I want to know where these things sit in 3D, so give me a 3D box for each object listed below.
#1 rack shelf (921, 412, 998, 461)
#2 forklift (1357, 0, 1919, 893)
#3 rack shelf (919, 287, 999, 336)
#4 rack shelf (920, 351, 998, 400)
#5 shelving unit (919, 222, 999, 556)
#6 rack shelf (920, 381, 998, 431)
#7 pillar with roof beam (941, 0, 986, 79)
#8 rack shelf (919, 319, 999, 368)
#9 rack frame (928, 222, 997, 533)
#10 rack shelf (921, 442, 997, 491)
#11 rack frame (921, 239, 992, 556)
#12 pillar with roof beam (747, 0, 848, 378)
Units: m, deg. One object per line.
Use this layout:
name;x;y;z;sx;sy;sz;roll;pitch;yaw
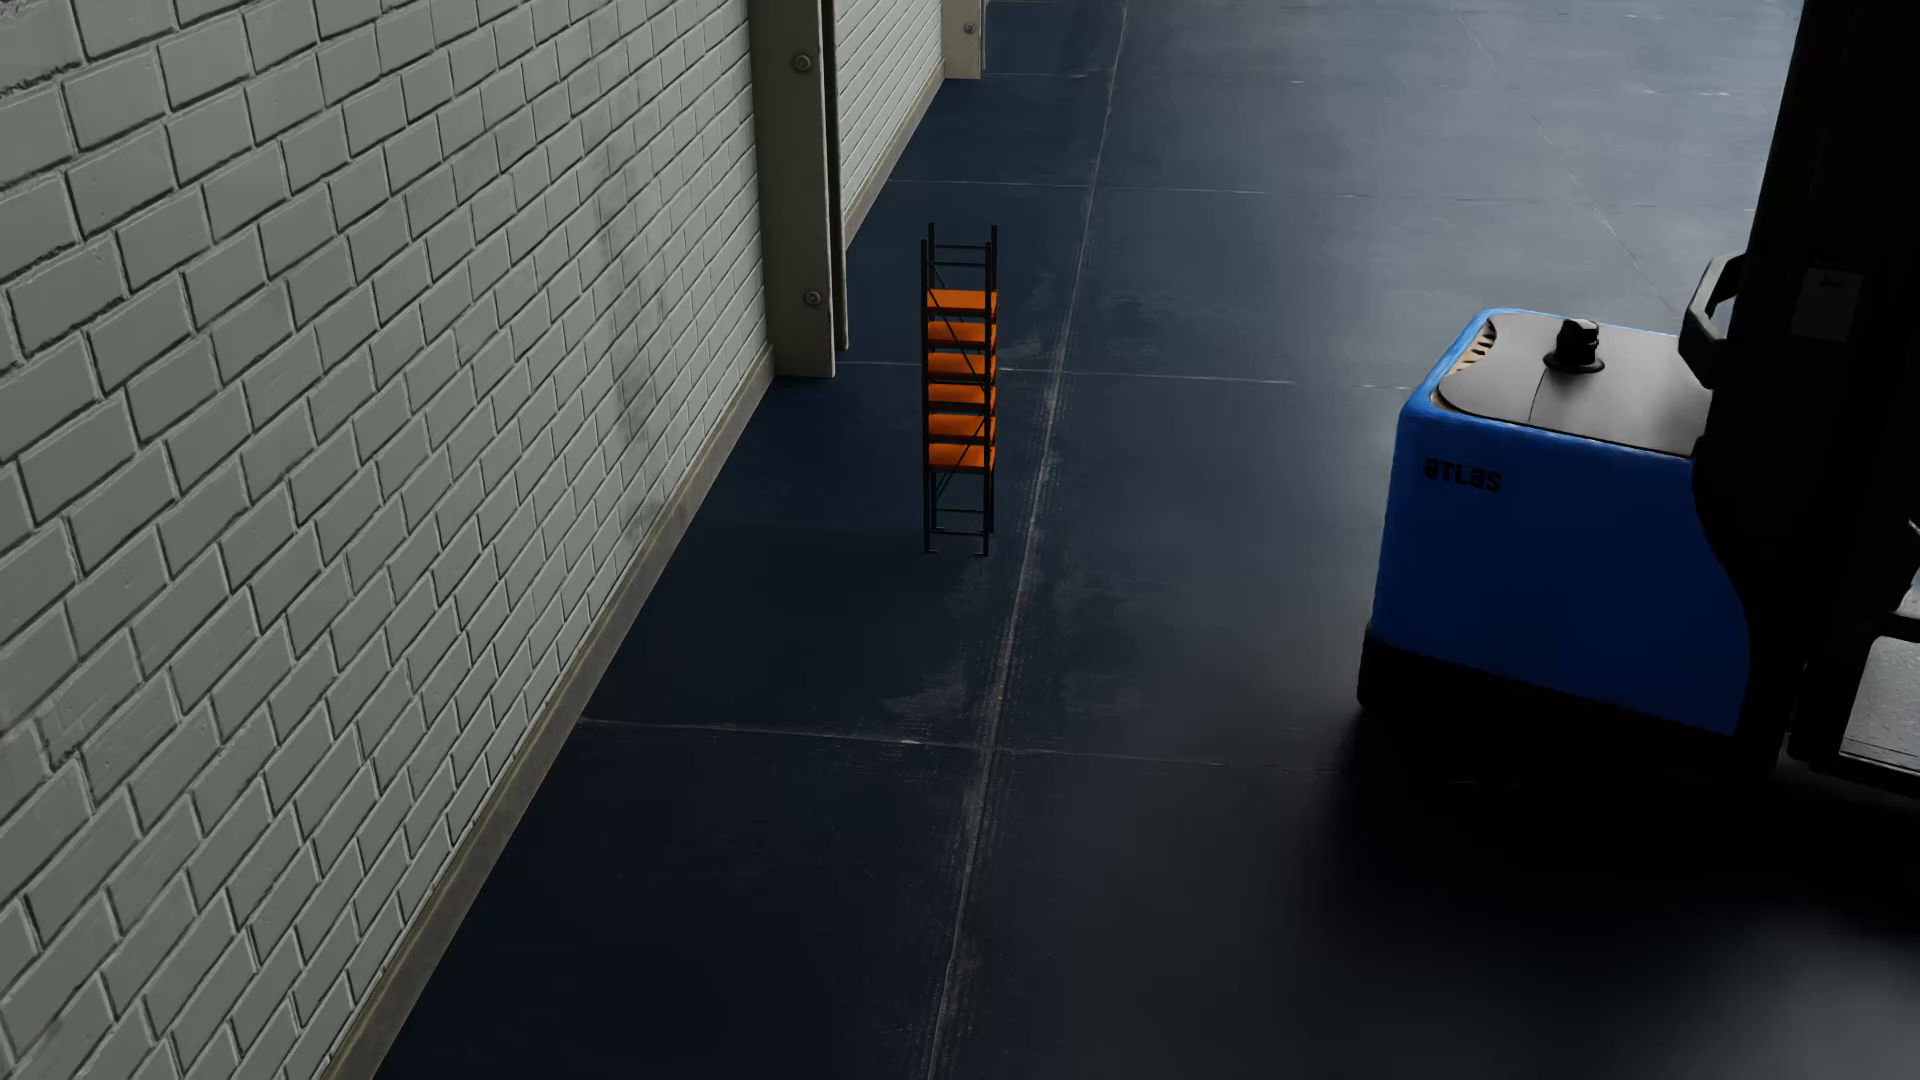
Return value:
rack shelf;-0.002;-0.377;6.031;0.258;0.103;0.180;3;28;6
forklift;2.777;-0.580;4.236;3.031;2.935;1.130;15;32;25
rack shelf;-0.002;-0.799;5.803;0.258;0.103;0.180;3;28;6
rack shelf;-0.002;-0.588;5.917;0.258;0.103;0.180;3;28;6
shelving unit;-0.002;-0.521;5.953;0.258;1.200;0.189;3;28;6
rack shelf;-0.002;-0.482;5.974;0.258;0.103;0.180;3;28;6
pillar with roof beam;4.296;-7.383;10.467;9.100;9.000;0.400;3;28;6
rack shelf;-0.002;-0.694;5.860;0.258;0.103;0.180;3;28;6
rack frame;0.009;-0.564;6.033;0.240;1.200;0.006;3;28;6
rack shelf;-0.002;-0.271;6.088;0.258;0.103;0.180;3;28;6
rack frame;-0.013;-0.478;5.873;0.240;1.200;0.006;3;28;6
pillar with roof beam;3.561;-4.559;5.225;9.100;9.000;0.400;3;28;6
